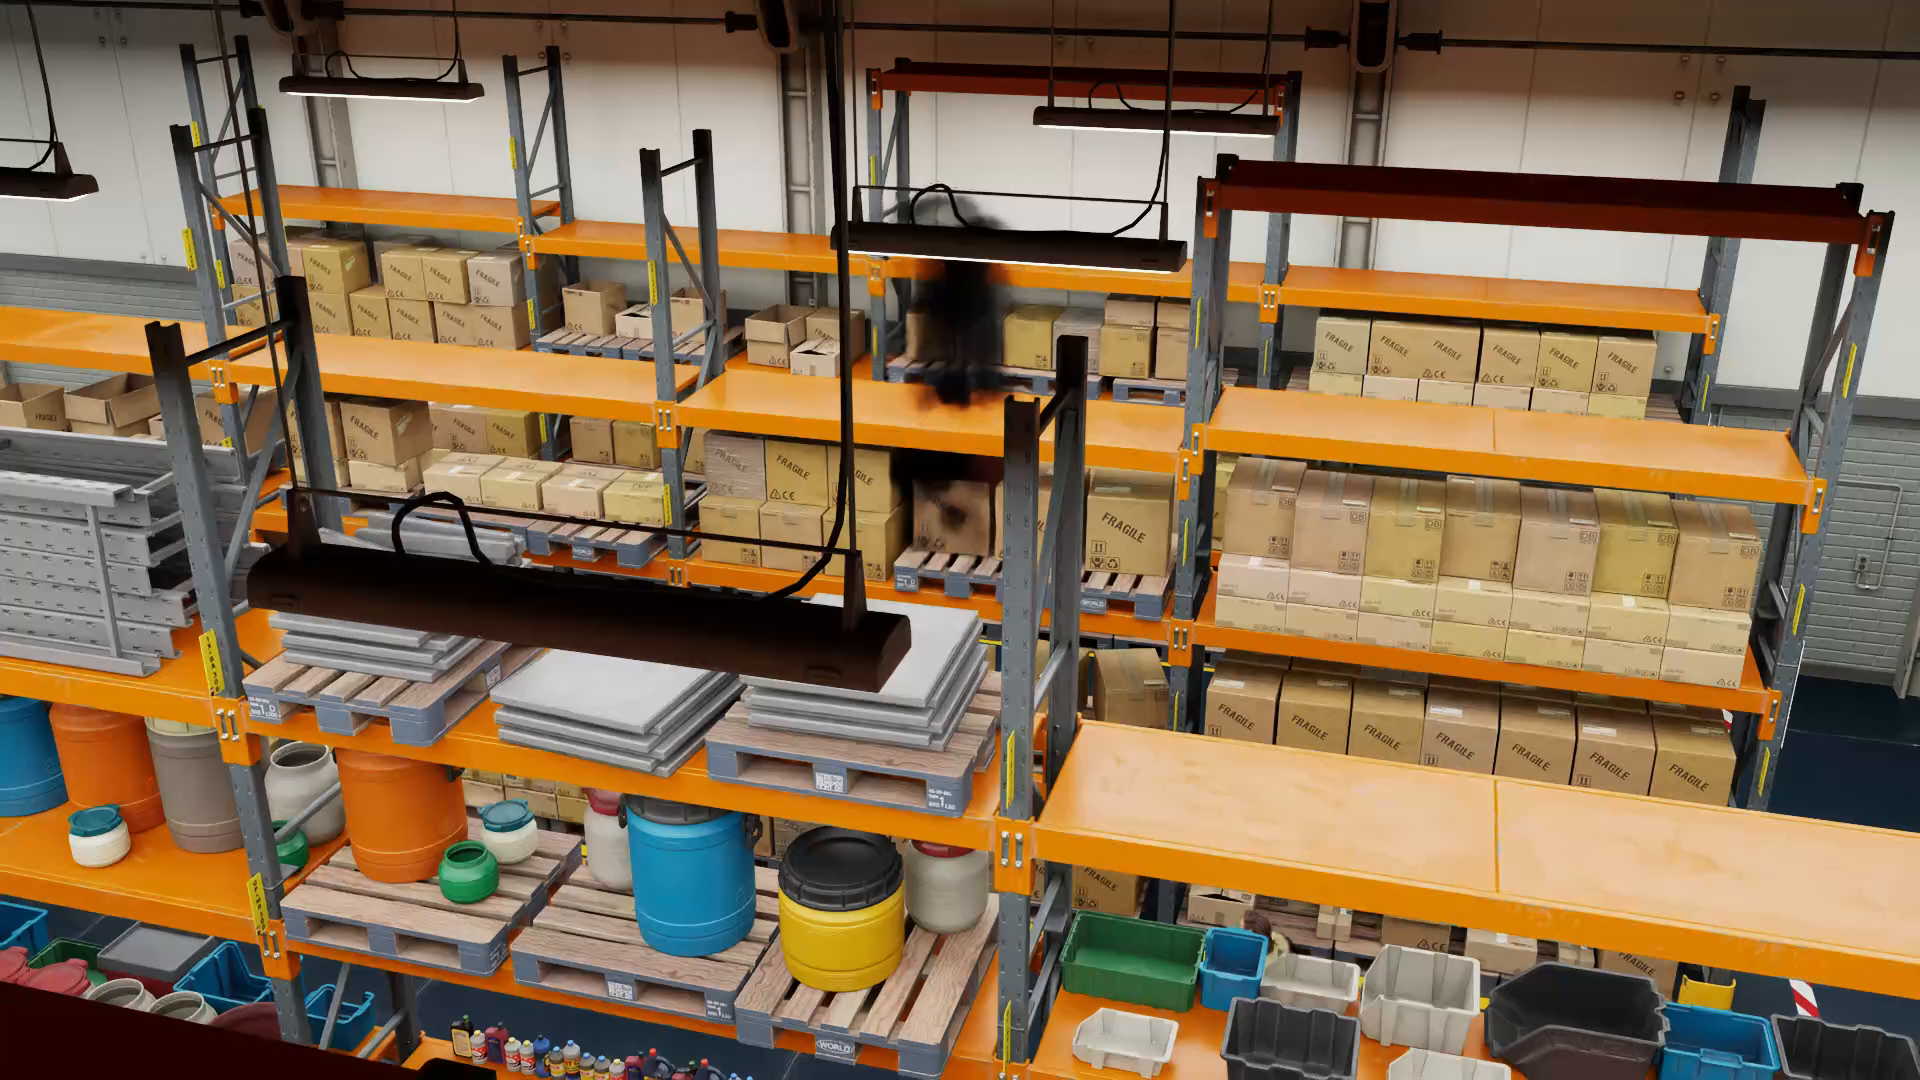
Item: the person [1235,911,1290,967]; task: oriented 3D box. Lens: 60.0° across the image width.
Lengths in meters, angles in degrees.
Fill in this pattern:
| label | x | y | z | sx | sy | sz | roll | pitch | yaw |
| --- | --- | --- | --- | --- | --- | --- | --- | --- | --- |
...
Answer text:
| label | x | y | z | sx | sy | sz | roll | pitch | yaw |
| --- | --- | --- | --- | --- | --- | --- | --- | --- | --- |
| person | 1.964 | 3.044 | 10.843 | 0.636 | 1.459 | 0.618 | 6 | 23 | 14 |
